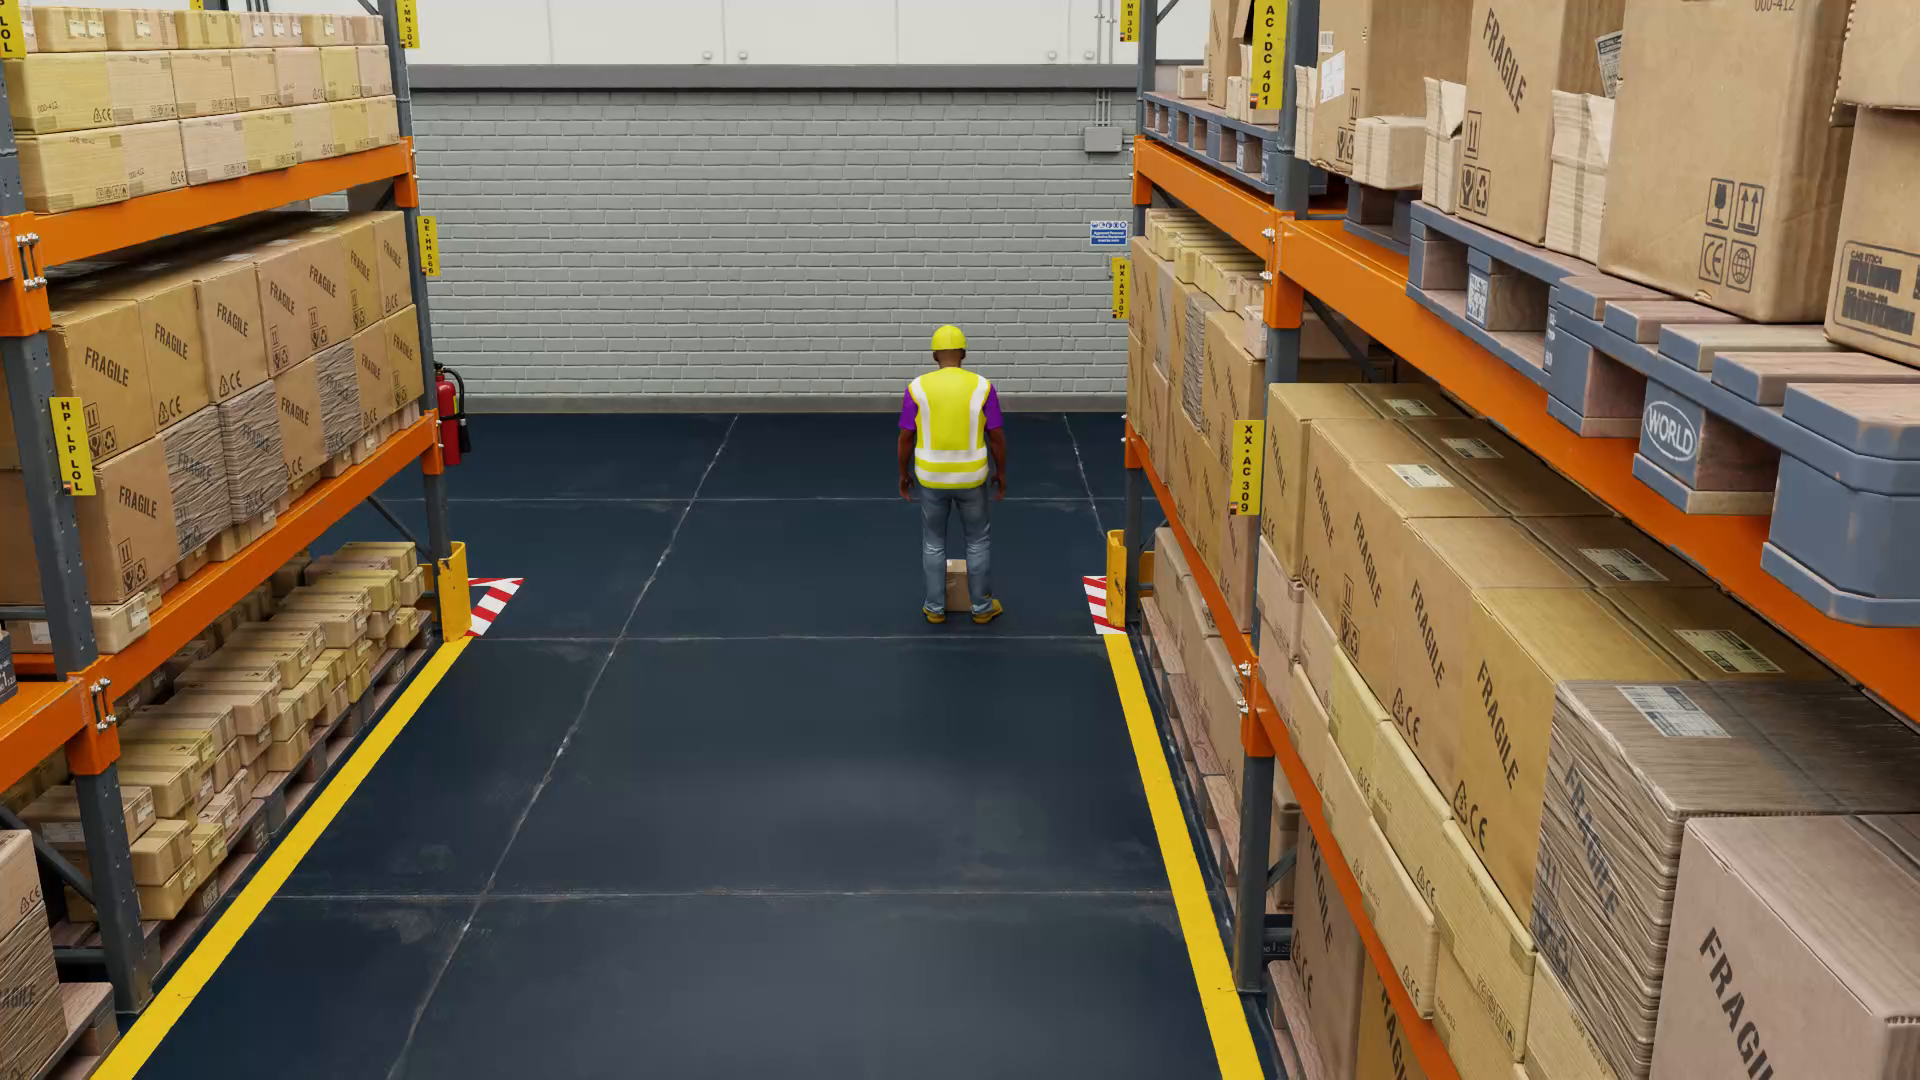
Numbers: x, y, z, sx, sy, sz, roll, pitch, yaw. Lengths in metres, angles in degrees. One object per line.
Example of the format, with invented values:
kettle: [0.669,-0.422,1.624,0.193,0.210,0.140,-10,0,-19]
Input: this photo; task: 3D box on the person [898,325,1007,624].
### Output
person: [-0.044,-0.379,9.753,0.637,1.760,0.455,1,17,2]
